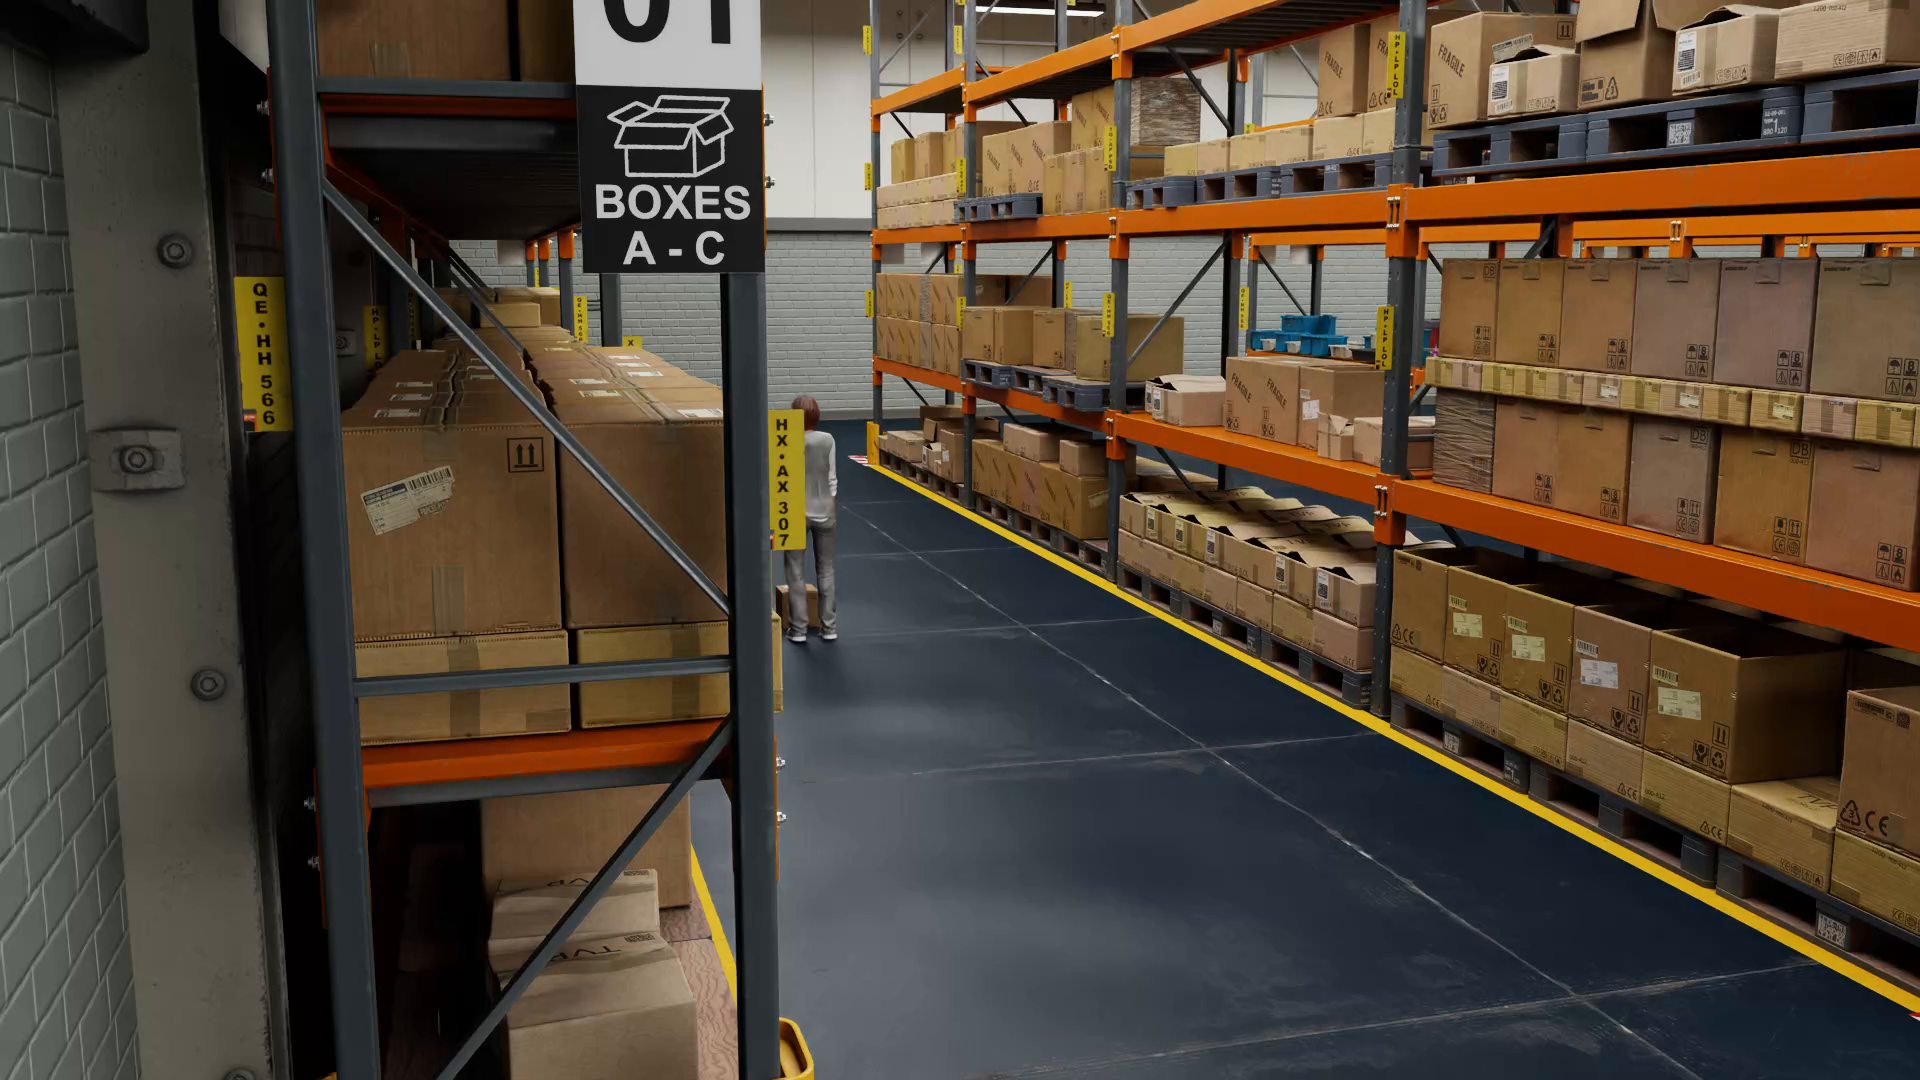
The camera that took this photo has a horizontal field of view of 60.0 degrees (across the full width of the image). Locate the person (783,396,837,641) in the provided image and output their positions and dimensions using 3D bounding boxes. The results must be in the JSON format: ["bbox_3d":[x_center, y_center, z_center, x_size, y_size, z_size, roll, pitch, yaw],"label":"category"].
[{"bbox_3d":[-0.995,-0.128,10.737,0.407,1.583,0.301,-3,10,-15],"label":"person"}]
